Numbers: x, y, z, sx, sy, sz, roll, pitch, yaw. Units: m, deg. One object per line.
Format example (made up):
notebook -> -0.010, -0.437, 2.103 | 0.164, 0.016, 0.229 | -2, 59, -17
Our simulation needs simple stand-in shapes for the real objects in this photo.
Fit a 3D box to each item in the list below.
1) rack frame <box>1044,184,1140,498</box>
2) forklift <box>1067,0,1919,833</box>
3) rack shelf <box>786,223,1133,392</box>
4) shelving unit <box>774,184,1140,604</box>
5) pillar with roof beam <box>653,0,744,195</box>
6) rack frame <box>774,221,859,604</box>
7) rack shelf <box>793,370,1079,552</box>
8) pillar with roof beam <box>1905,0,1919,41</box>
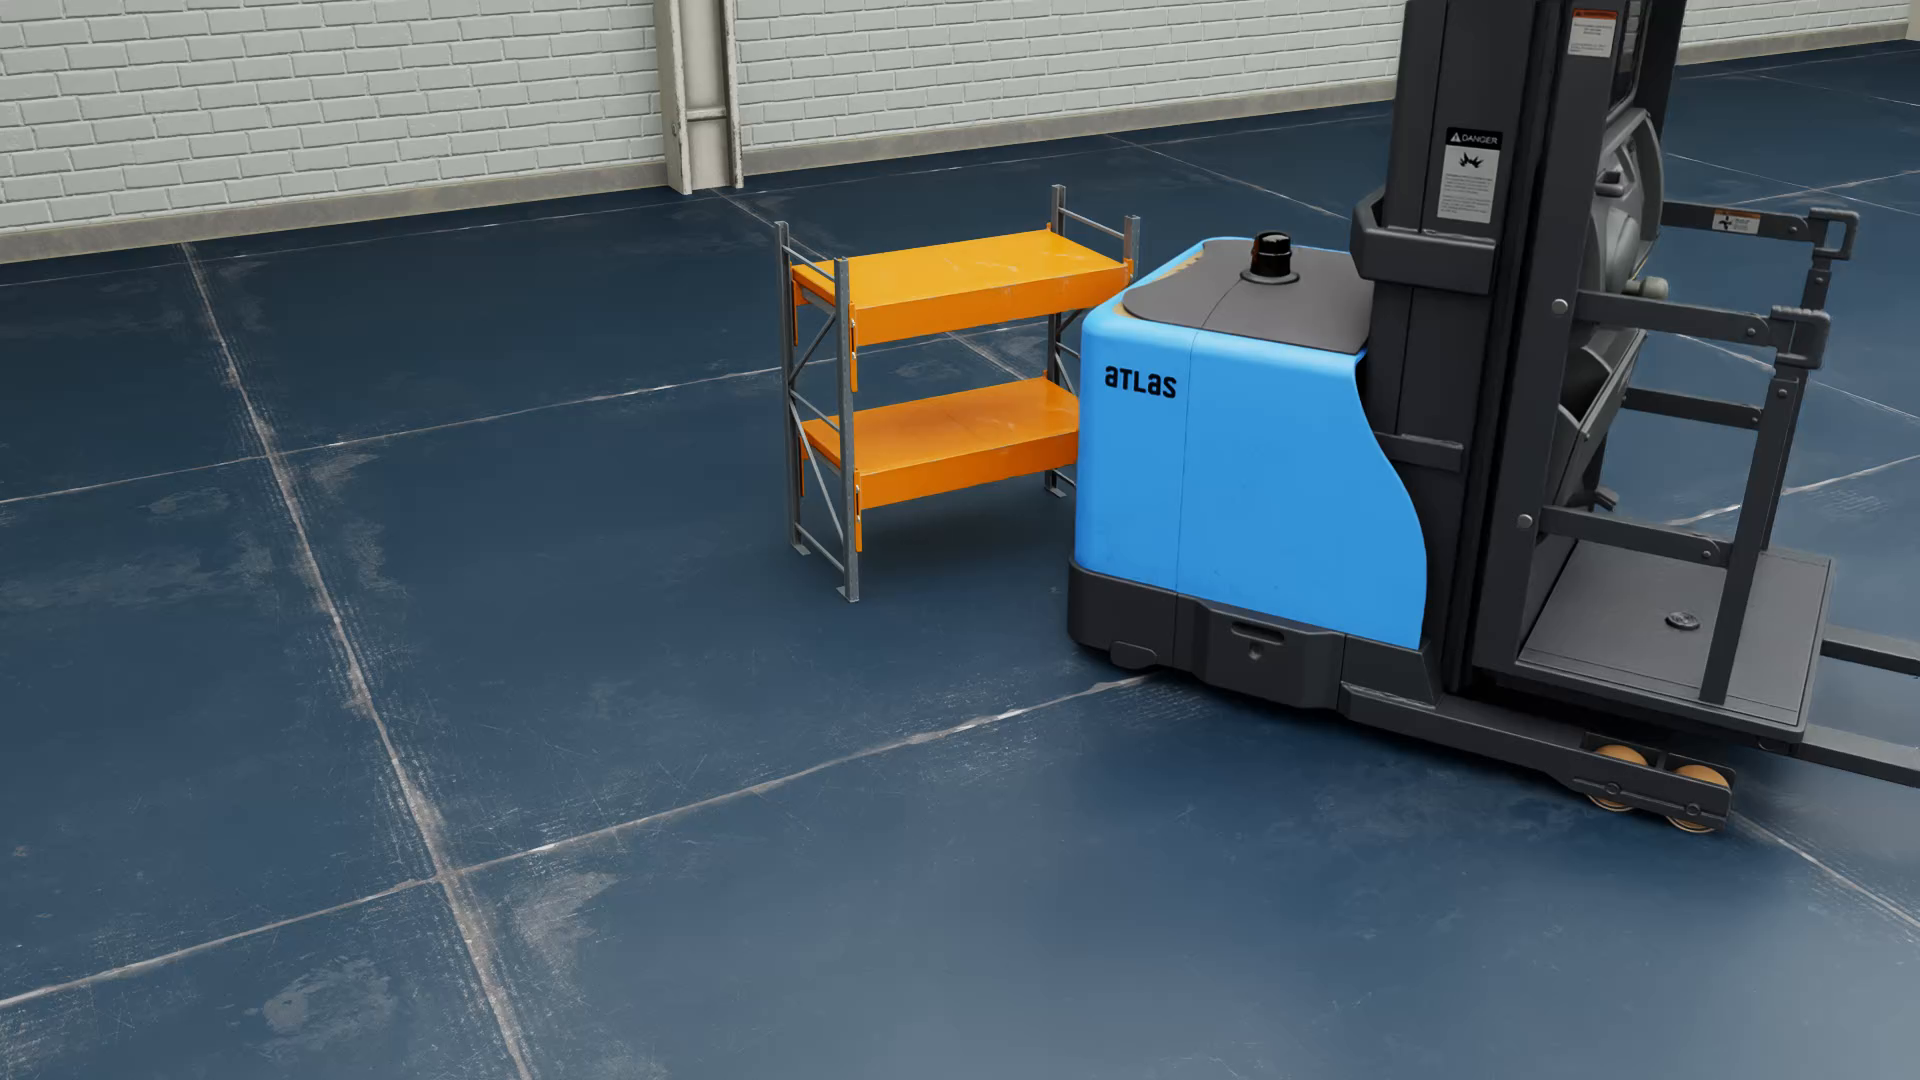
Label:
rack frame -> 0.443, -0.609, 5.719 | 0.032, 1.125, 0.500 | -13, 29, -25
forklift -> 1.862, -0.844, 4.121 | 3.031, 2.935, 1.130 | 14, 29, 26
rack shelf -> -0.006, -0.770, 5.377 | 1.000, 0.278, 0.538 | -13, 29, -25
shelving unit -> -0.006, -0.506, 5.504 | 1.048, 1.125, 0.538 | -13, 29, -25
pillar with roof beam -> 0.442, -4.616, 4.967 | 0.400, 9.000, 9.100 | -13, 29, -25
rack frame -> -0.455, -0.402, 5.288 | 0.032, 1.125, 0.500 | -13, 29, -25
rack shelf -> -0.006, -0.285, 5.609 | 1.000, 0.278, 0.538 | -13, 29, -25
pillar with roof beam -> 11.031, -7.060, 10.057 | 0.400, 9.000, 9.100 | -13, 29, -25
